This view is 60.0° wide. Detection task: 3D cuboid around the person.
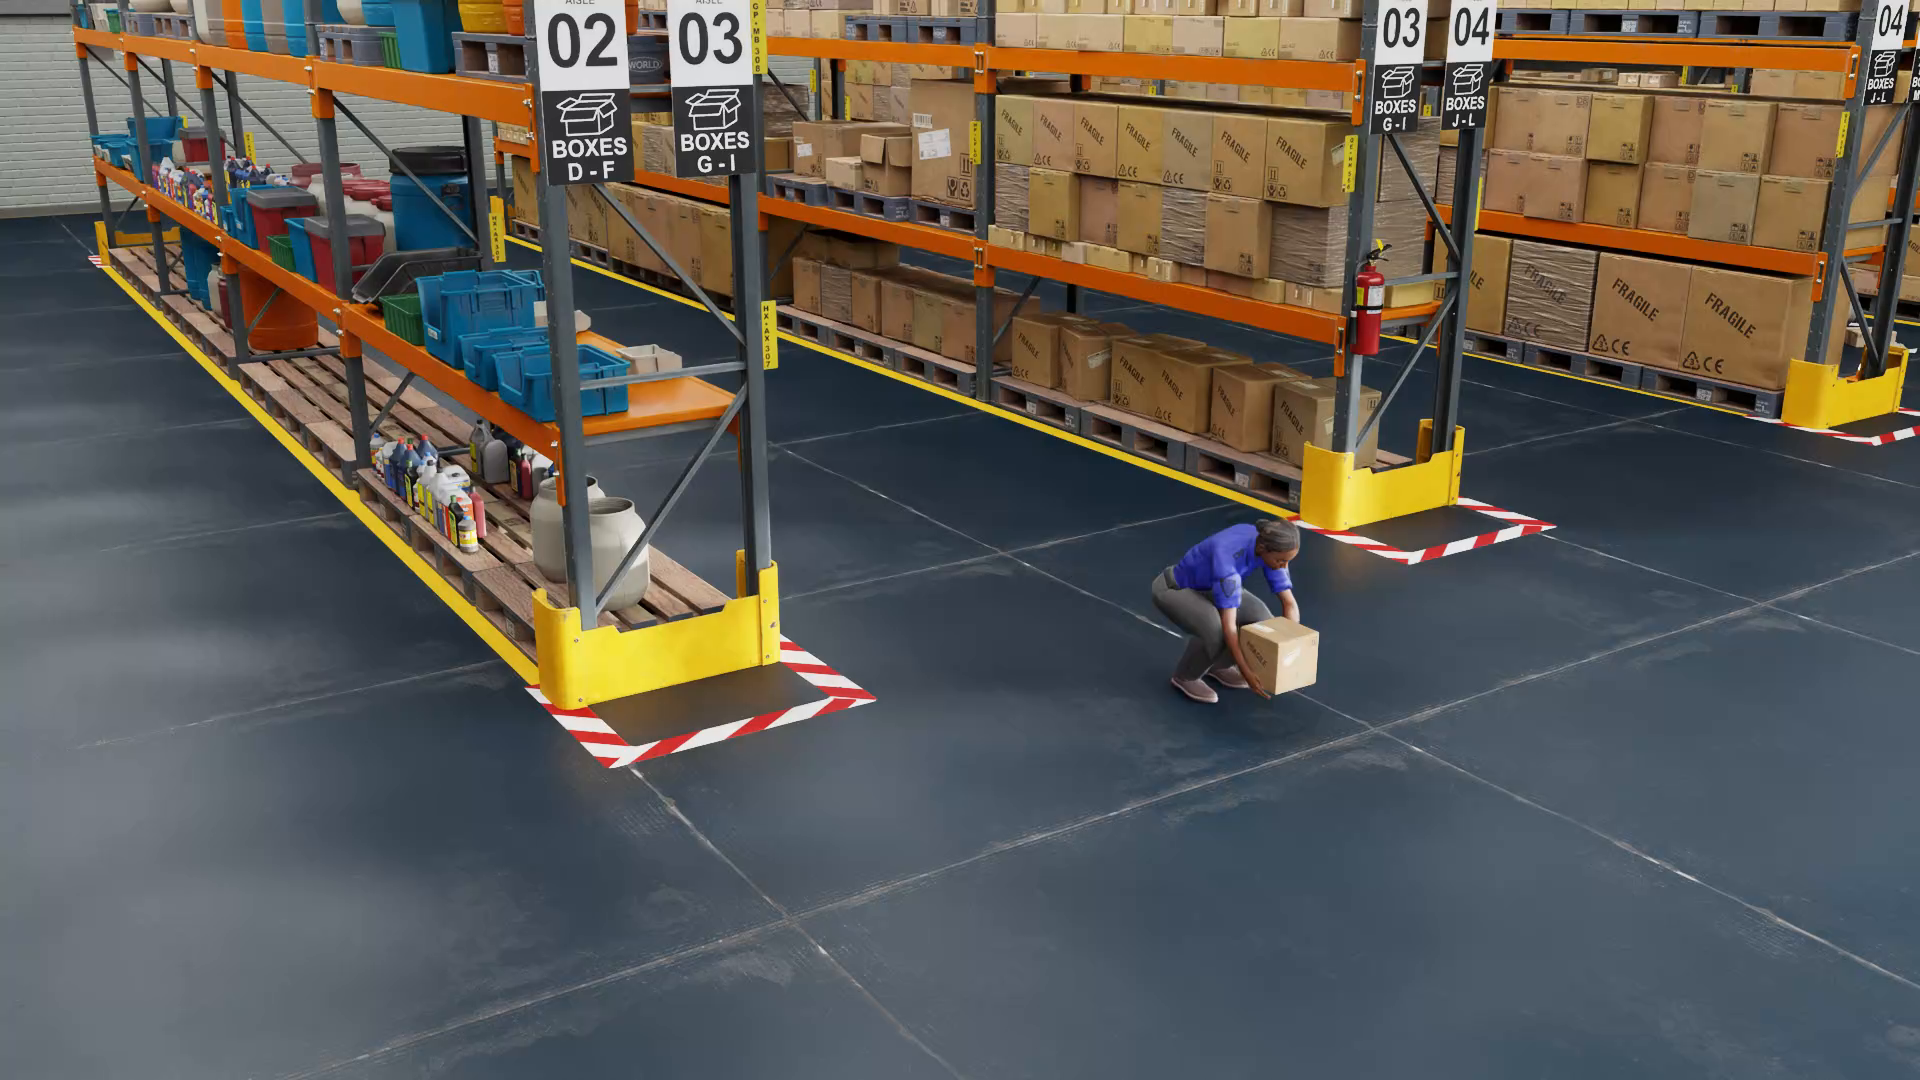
[{"bbox_3d":[1.279,0.297,7.832,0.473,0.936,0.819,-12,22,-32],"label":"person"}]
